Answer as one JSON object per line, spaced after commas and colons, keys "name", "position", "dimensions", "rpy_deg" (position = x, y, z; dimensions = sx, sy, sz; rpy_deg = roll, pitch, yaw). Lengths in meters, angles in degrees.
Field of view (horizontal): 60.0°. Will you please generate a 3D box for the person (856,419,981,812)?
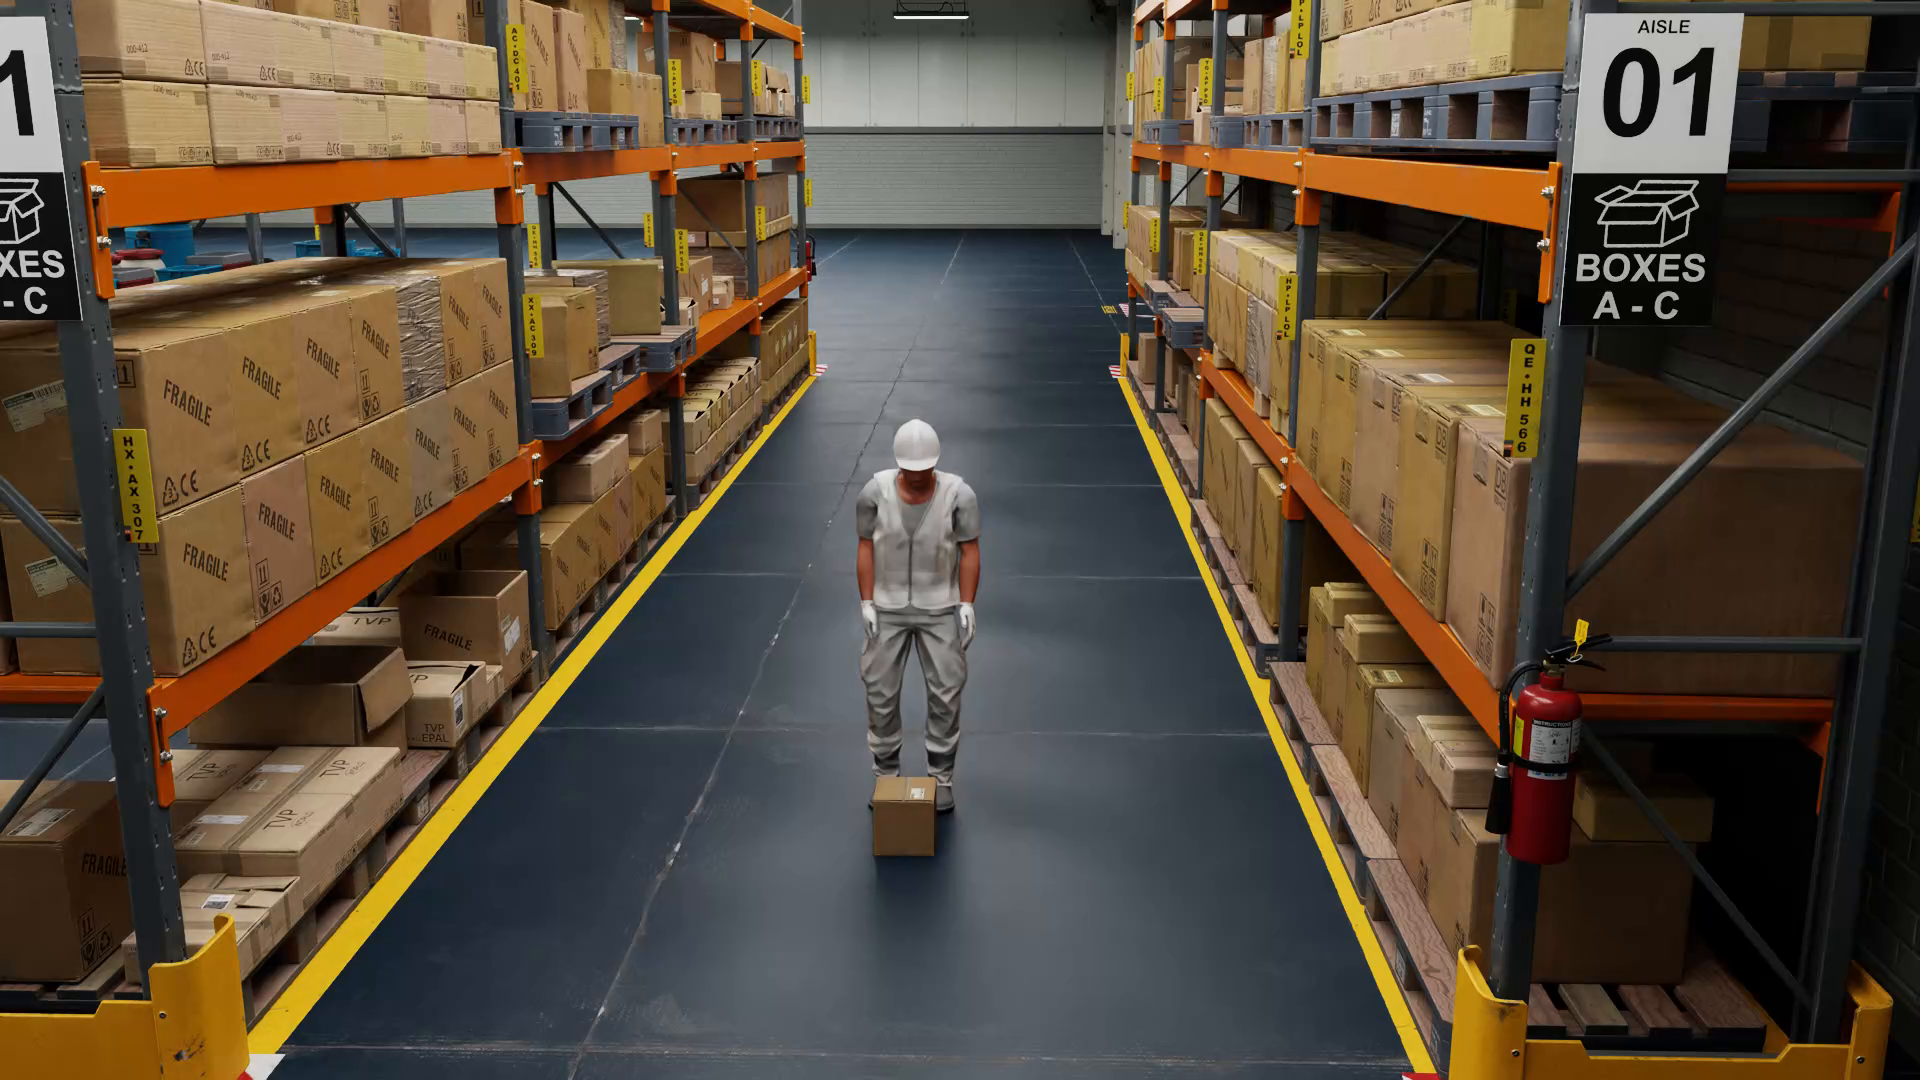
{"name": "person", "position": [-0.181, 0.325, 7.217], "dimensions": [0.541, 1.744, 0.443], "rpy_deg": [1, 14, 3]}
